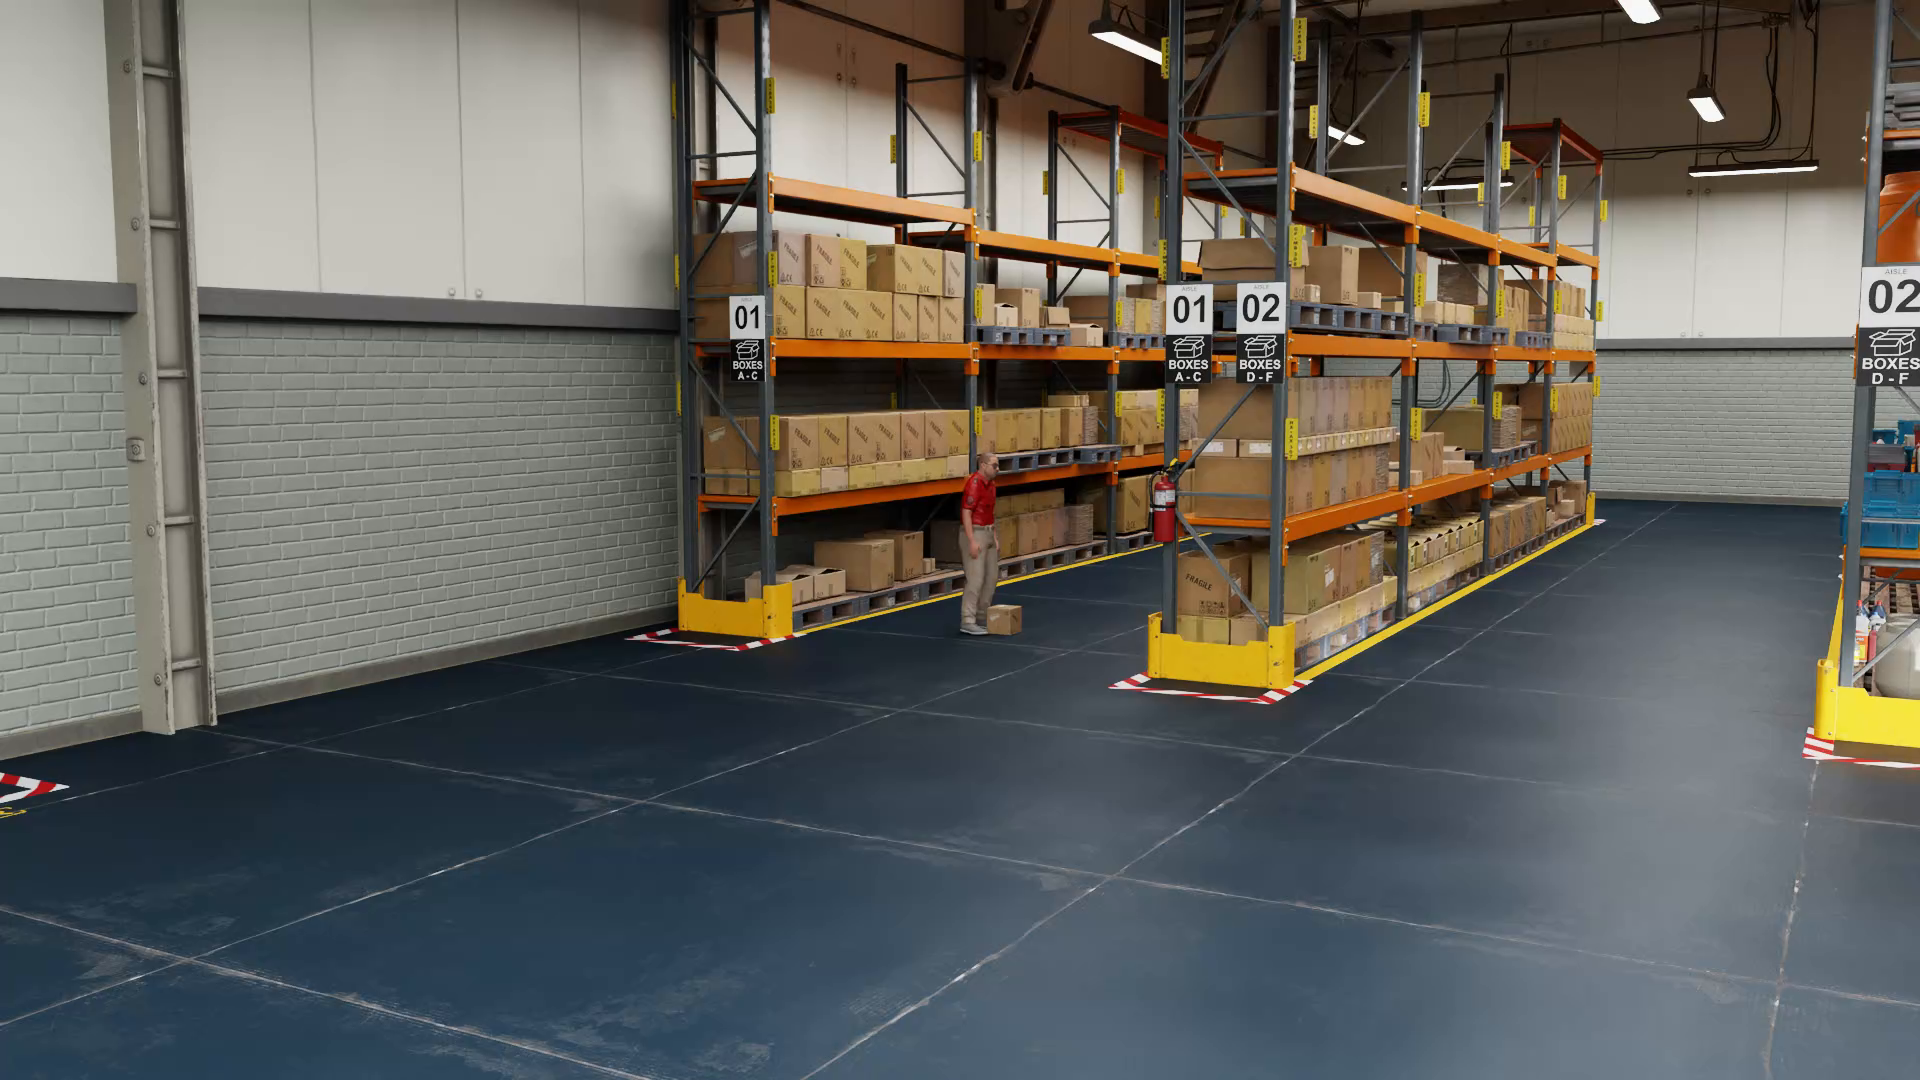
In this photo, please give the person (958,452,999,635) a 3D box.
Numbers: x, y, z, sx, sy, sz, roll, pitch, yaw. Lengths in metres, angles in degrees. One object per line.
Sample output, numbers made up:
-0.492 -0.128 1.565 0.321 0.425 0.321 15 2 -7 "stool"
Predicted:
0.203 0.018 16.019 0.387 1.727 0.606 3 7 25 "person"
